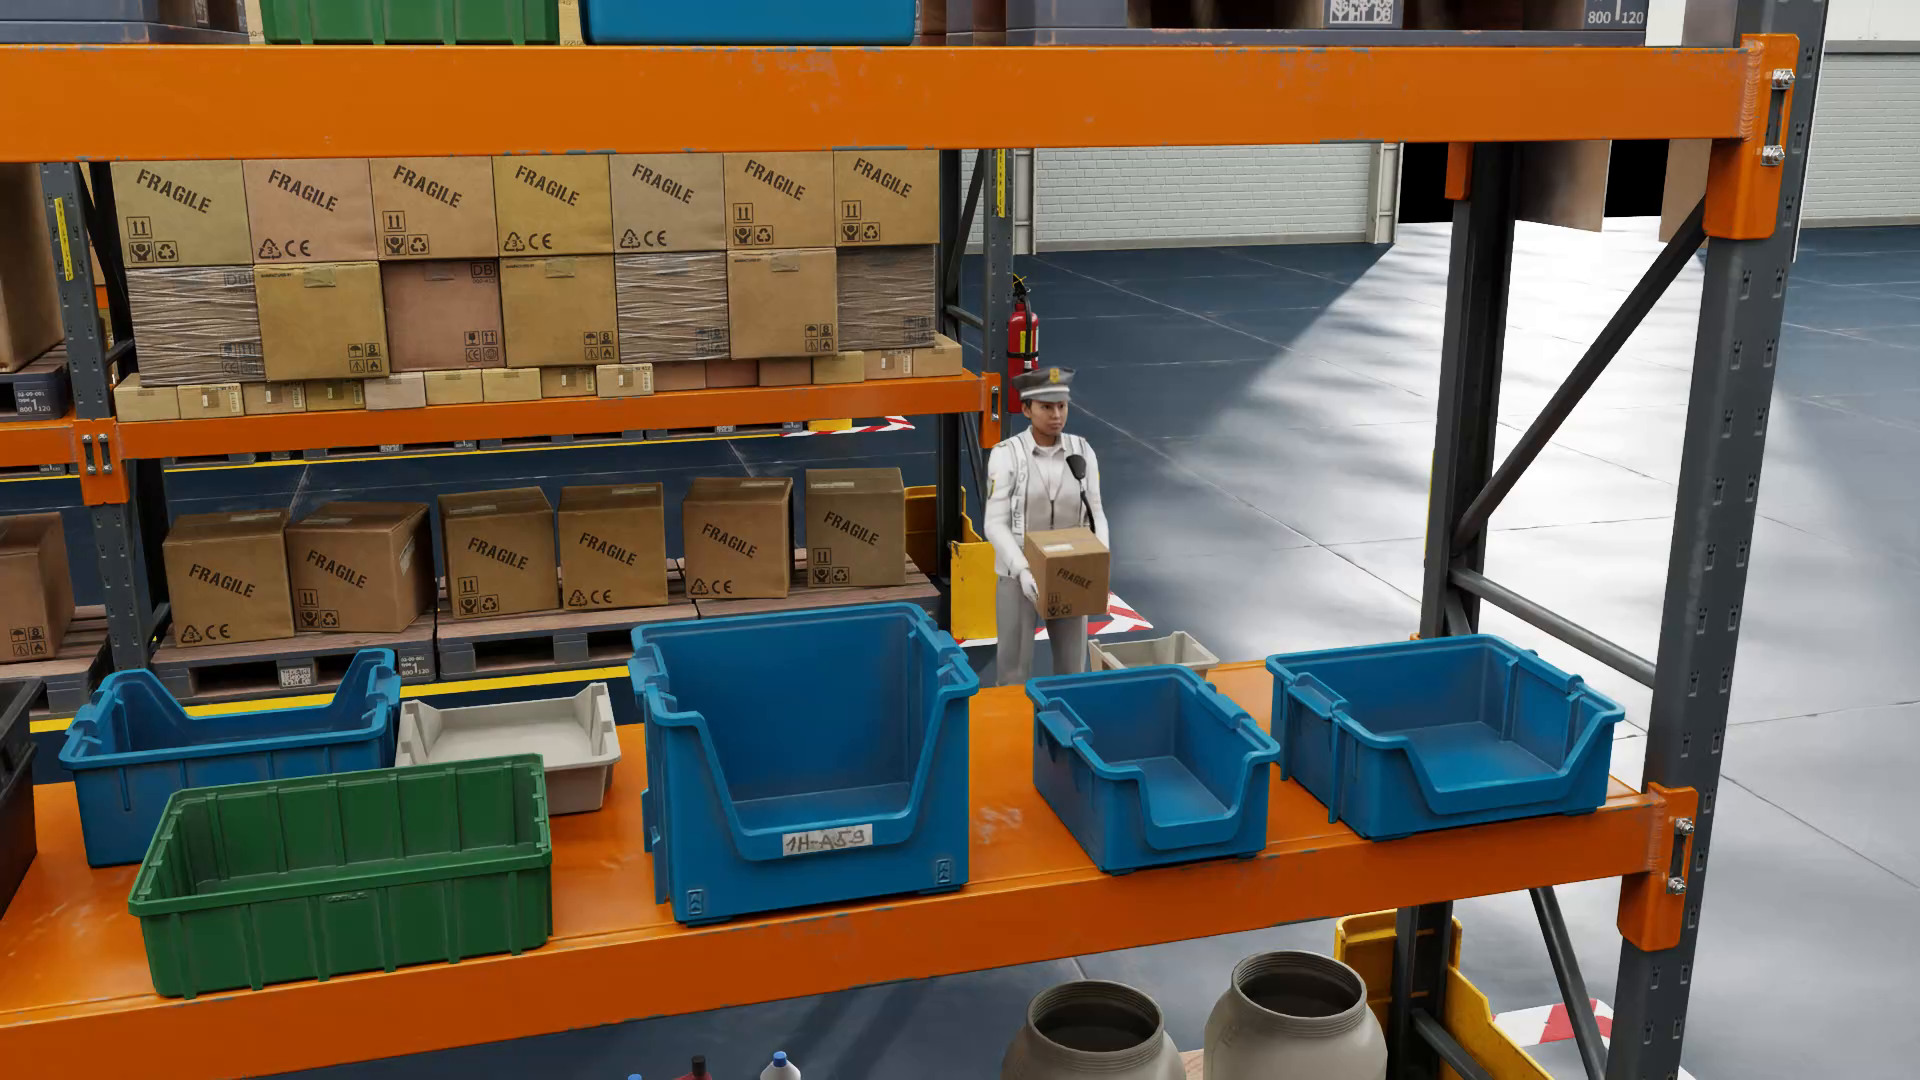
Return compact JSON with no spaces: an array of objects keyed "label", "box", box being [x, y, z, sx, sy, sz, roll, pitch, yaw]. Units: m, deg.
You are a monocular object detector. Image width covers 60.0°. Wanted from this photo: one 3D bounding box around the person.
[{"label":"person","box":[0.341,0.176,6.367,0.492,1.691,0.473,-5,17,-16]}]
